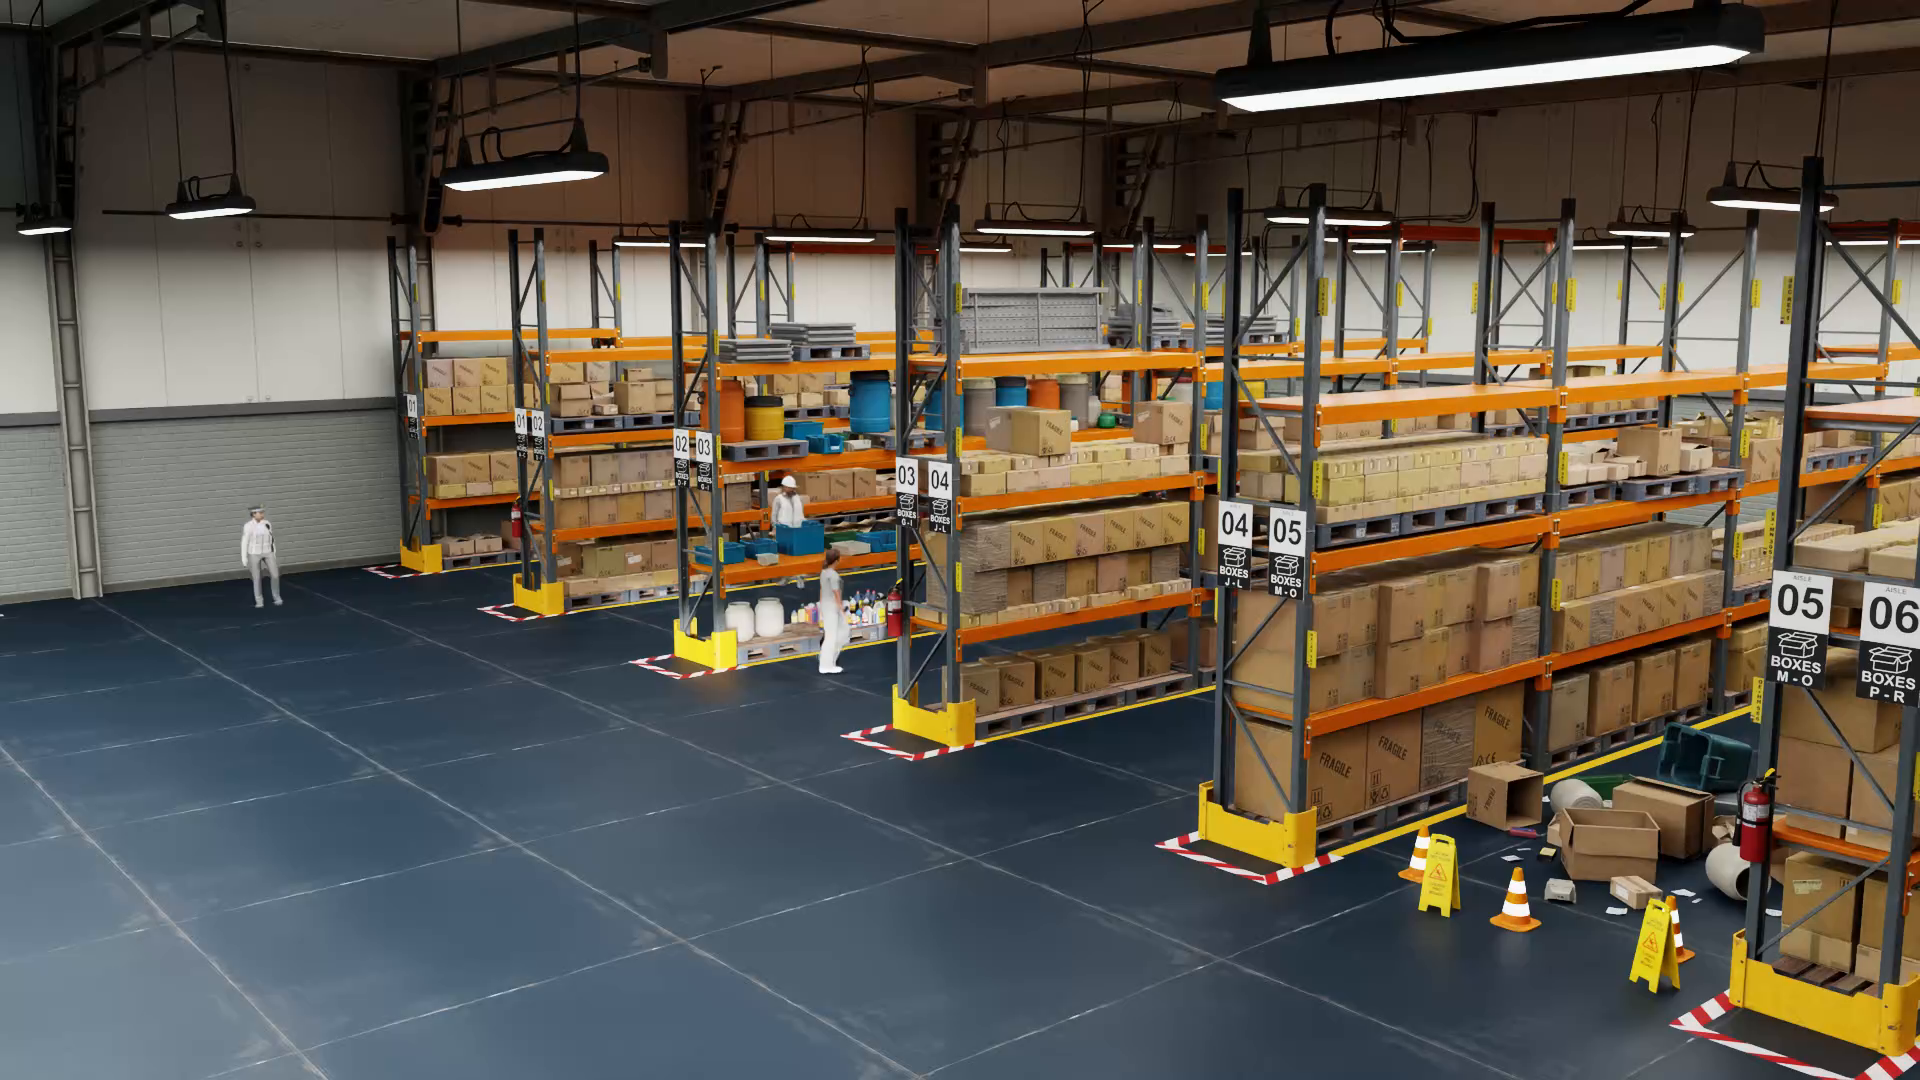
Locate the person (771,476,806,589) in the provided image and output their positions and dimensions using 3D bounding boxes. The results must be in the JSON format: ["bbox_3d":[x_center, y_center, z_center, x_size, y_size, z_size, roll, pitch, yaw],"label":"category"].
[{"bbox_3d":[-2.776,-0.130,27.005,0.588,1.825,0.512,-1,9,-6],"label":"person"}]

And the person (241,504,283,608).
[{"bbox_3d":[-11.274,0.245,26.782,0.590,1.676,0.388,-6,10,-33],"label":"person"}]

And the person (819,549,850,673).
[{"bbox_3d":[-1.664,0.954,22.082,0.438,1.694,0.437,-1,9,-9],"label":"person"}]
